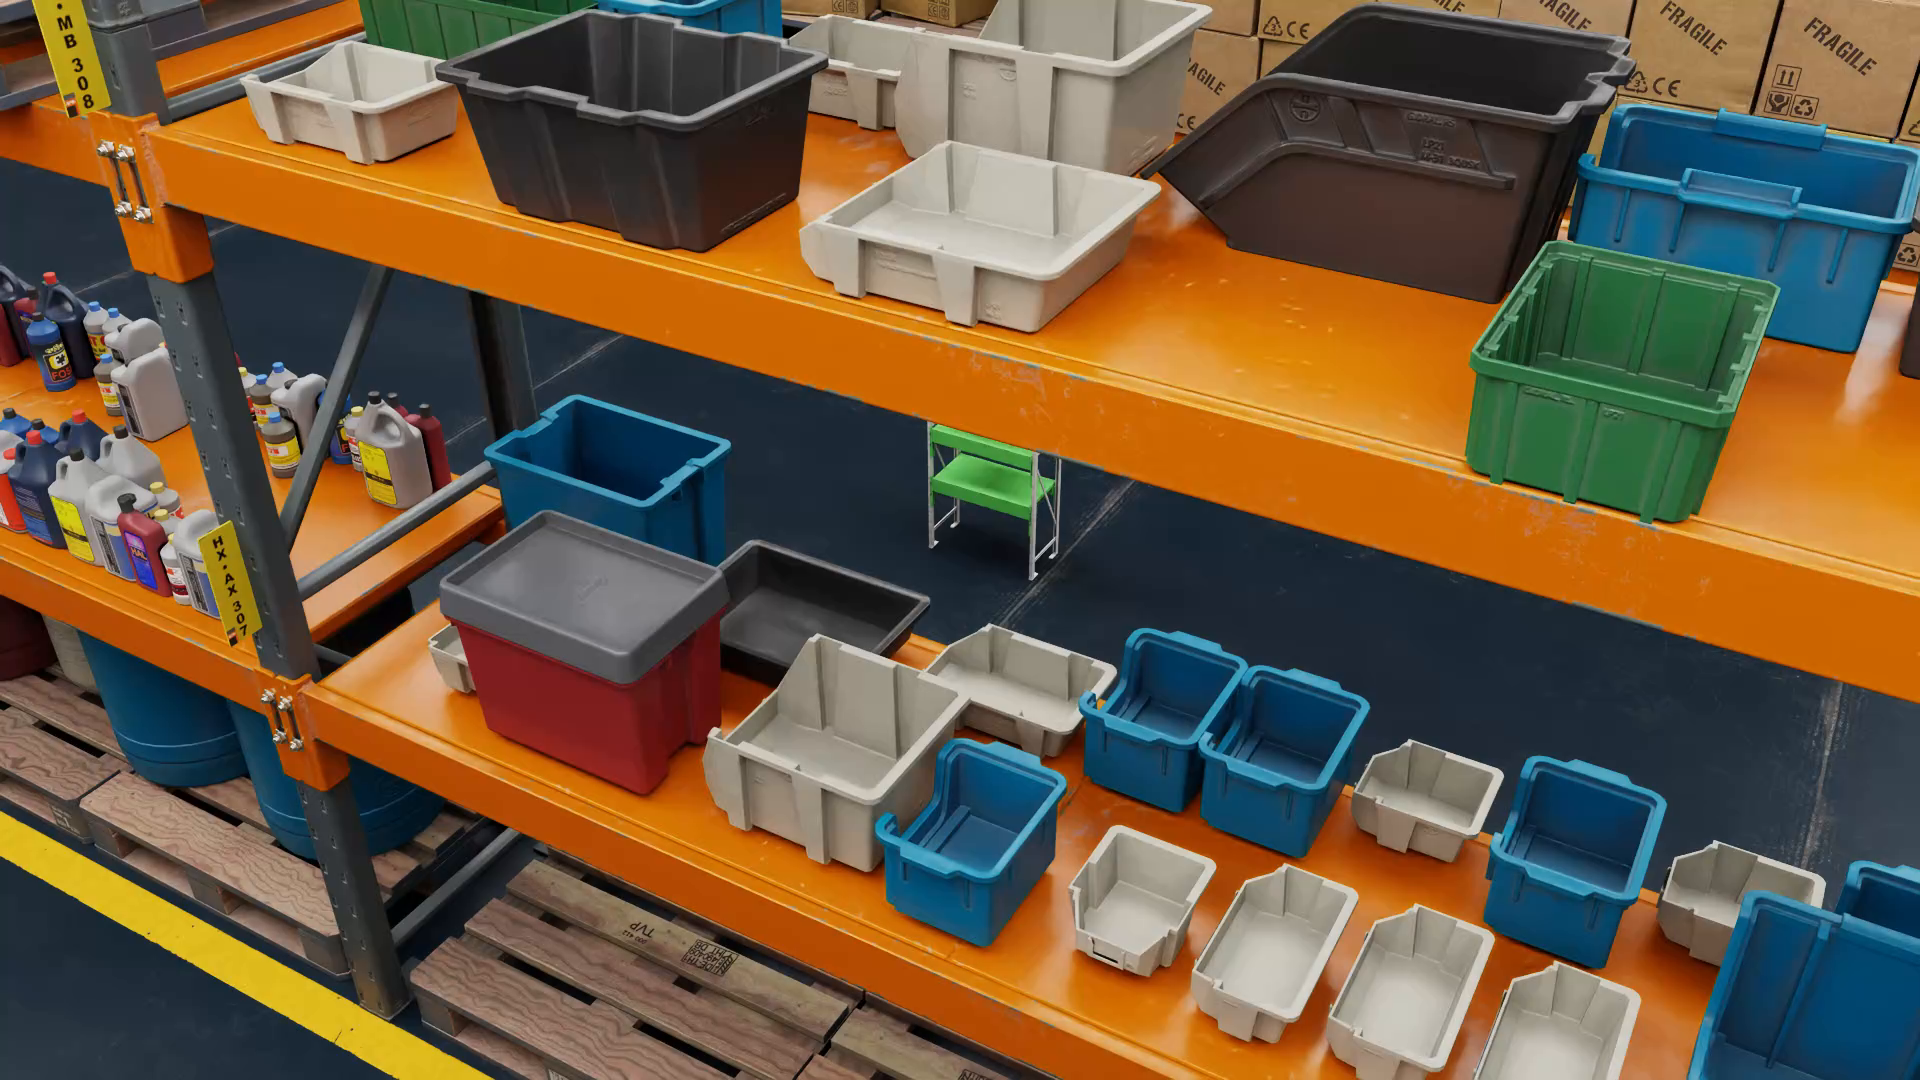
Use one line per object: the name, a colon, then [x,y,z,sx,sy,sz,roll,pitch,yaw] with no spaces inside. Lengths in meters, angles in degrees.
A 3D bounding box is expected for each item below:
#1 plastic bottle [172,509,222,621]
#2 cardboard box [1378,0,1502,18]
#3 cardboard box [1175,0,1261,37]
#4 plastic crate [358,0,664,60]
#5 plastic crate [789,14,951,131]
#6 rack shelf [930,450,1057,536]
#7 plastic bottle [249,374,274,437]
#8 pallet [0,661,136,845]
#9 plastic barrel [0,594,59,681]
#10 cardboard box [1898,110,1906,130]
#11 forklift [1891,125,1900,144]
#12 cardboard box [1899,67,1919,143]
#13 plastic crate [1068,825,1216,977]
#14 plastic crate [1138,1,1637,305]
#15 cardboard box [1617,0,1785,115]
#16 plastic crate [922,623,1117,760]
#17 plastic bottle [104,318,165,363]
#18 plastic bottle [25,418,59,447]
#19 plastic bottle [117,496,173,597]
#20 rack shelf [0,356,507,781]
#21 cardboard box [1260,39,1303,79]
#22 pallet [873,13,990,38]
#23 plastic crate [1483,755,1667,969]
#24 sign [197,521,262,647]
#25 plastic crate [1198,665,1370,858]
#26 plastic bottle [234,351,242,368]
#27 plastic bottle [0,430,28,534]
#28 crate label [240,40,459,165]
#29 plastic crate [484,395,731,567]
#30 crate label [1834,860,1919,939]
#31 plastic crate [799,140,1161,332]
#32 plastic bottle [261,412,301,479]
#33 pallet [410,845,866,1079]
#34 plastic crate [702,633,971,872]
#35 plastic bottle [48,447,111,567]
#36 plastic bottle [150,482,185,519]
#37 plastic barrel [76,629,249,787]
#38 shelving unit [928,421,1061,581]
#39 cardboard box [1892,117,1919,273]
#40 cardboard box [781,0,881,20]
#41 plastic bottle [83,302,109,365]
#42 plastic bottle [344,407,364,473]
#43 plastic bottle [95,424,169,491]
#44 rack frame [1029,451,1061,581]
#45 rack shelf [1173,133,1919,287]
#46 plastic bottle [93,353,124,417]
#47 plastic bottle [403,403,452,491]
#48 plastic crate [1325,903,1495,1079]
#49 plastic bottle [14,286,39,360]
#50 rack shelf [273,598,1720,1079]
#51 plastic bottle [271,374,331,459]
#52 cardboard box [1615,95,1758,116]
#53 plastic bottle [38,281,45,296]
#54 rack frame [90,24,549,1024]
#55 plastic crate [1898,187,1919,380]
plastic bottle: [-2.038,0.061,4.565,0.135,0.276,0.152,18,37,24]
cardboard box: [2.089,-2.330,7.051,0.500,0.500,0.500,16,37,23]
cardboard box: [1.195,-2.614,7.476,0.500,0.500,0.500,19,38,26]
plastic crate: [-1.018,-1.227,3.872,0.662,0.188,0.450,18,37,24]
plastic crate: [-0.242,-1.010,3.592,0.466,0.136,0.293,18,37,24]
rack shelf: [0.144,-0.201,7.018,0.480,0.148,0.258,18,37,24]
plastic bottle: [-2.238,-0.439,5.382,0.097,0.201,0.097,0,34,0]
pallet: [-3.248,0.555,6.226,1.213,0.211,1.003,18,37,24]
plastic barrel: [-3.595,0.128,6.149,0.708,0.588,0.600,18,37,24]
cardboard box: [4.144,-1.611,6.873,0.500,0.500,0.500,18,38,25]
forklift: [3.941,-2.995,9.103,3.031,2.935,1.130,19,38,26]
cardboard box: [3.875,-1.769,6.207,0.500,0.500,0.500,17,37,24]
plastic crate: [0.375,0.786,3.548,0.250,0.136,0.298,18,37,24]
plastic crate: [0.747,-0.713,2.964,0.767,0.338,0.504,18,37,24]
cardboard box: [2.984,-2.047,6.626,0.500,0.500,0.500,19,38,26]
plastic crate: [0.125,0.381,4.156,0.466,0.136,0.293,18,37,24]
plastic bottle: [-2.754,-0.616,5.580,0.135,0.276,0.152,18,37,24]
plastic bottle: [-2.747,-0.242,5.023,0.097,0.271,0.097,0,34,0]
plastic bottle: [-2.262,0.016,4.625,0.133,0.283,0.061,18,37,24]
rack shelf: [-3.272,-0.289,5.626,4.000,0.370,1.077,18,37,24]
cardboard box: [1.679,-2.052,7.535,0.500,0.500,0.500,18,38,25]
pallet: [0.286,-2.613,8.641,1.213,0.211,1.003,18,37,24]
plastic crate: [1.315,0.699,3.591,0.300,0.233,0.416,18,37,24]
sign: [-1.810,0.111,4.128,0.005,0.325,0.100,18,37,24]
plastic crate: [0.743,0.518,3.862,0.300,0.233,0.416,18,37,24]
plastic bottle: [-2.413,-0.540,5.460,0.133,0.283,0.061,18,37,24]
plastic bottle: [-2.793,-0.179,4.924,0.135,0.276,0.152,18,37,24]
crate label: [-1.254,-0.903,3.432,0.466,0.136,0.293,18,37,24]
plastic crate: [-0.961,-0.092,4.642,0.575,0.384,0.392,18,37,24]
crate label: [1.886,0.880,3.319,0.303,0.233,0.416,18,37,24]
plastic crate: [0.020,-0.526,2.865,0.530,0.136,0.437,18,37,24]
plastic bottle: [-2.112,-0.302,5.176,0.097,0.201,0.097,0,34,0]
pallet: [-0.878,1.306,5.098,1.213,0.211,1.003,18,37,24]
plastic crate: [-0.301,0.495,3.853,0.530,0.282,0.437,18,37,24]
plastic bottle: [-2.496,-0.113,4.758,0.185,0.351,0.144,18,37,24]
plastic bottle: [-2.310,-0.074,4.834,0.097,0.201,0.097,0,34,0]
plastic barrel: [-2.614,0.308,5.596,0.708,0.901,0.600,18,37,24]
shelving unit: [0.144,-0.454,6.849,0.503,1.200,0.258,18,37,24]
cardboard box: [3.874,-1.355,6.488,0.500,0.500,0.500,19,38,26]
cardboard box: [-0.639,-3.093,8.720,0.500,0.500,0.700,8,35,12]
plastic bottle: [-2.925,-0.686,5.689,0.097,0.271,0.097,0,34,0]
plastic bottle: [-1.867,-0.321,5.205,0.097,0.201,0.097,0,34,0]
plastic bottle: [-2.424,-0.182,4.862,0.185,0.351,0.144,18,37,24]
rack frame: [0.356,-0.387,6.748,0.015,1.200,0.240,18,37,24]
rack shelf: [2.662,-1.571,7.552,4.000,0.370,1.077,18,37,24]
plastic bottle: [-2.799,-0.519,5.503,0.097,0.201,0.097,0,34,0]
plastic bottle: [-1.642,-0.296,5.093,0.133,0.283,0.061,18,37,24]
plastic crate: [0.895,0.923,3.342,0.243,0.136,0.396,18,37,24]
plastic bottle: [-3.207,-0.753,5.779,0.133,0.283,0.061,18,37,24]
rack shelf: [0.201,0.811,3.974,4.000,0.370,1.077,18,37,24]
plastic bottle: [-2.066,-0.398,5.253,0.135,0.276,0.152,18,37,24]
cardboard box: [2.992,-1.635,6.909,0.500,0.500,0.500,18,38,25]
plastic bottle: [-3.177,-0.782,5.823,0.133,0.283,0.061,18,37,24]
rack frame: [-1.536,-0.038,4.601,0.127,3.000,1.000,18,37,24]
plastic crate: [1.741,-0.372,2.514,0.590,0.269,0.497,18,37,24]
